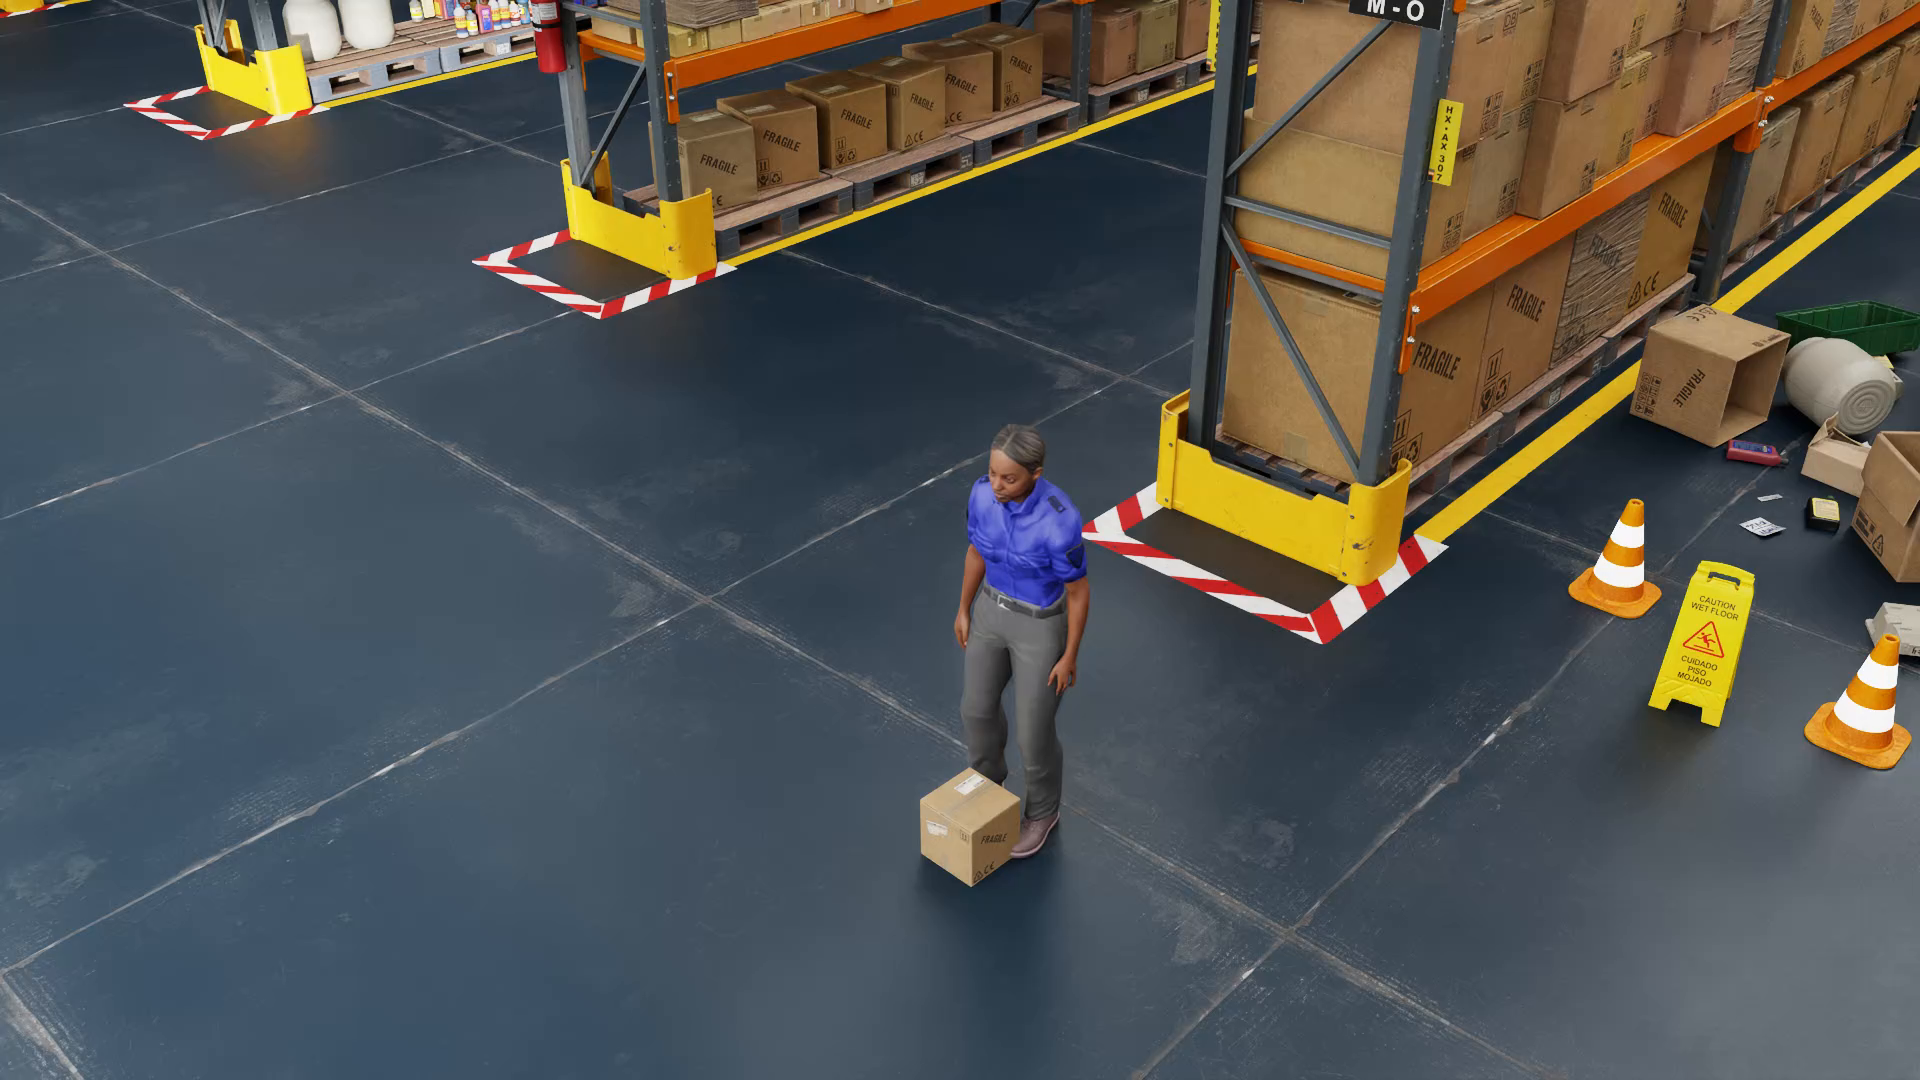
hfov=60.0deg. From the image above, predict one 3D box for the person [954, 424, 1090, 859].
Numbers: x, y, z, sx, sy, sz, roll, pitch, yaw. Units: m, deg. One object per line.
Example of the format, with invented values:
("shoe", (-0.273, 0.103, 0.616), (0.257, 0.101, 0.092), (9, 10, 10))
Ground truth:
("person", (0.186, 0.313, 5.630), (0.525, 1.653, 0.349), (23, 38, 32))
